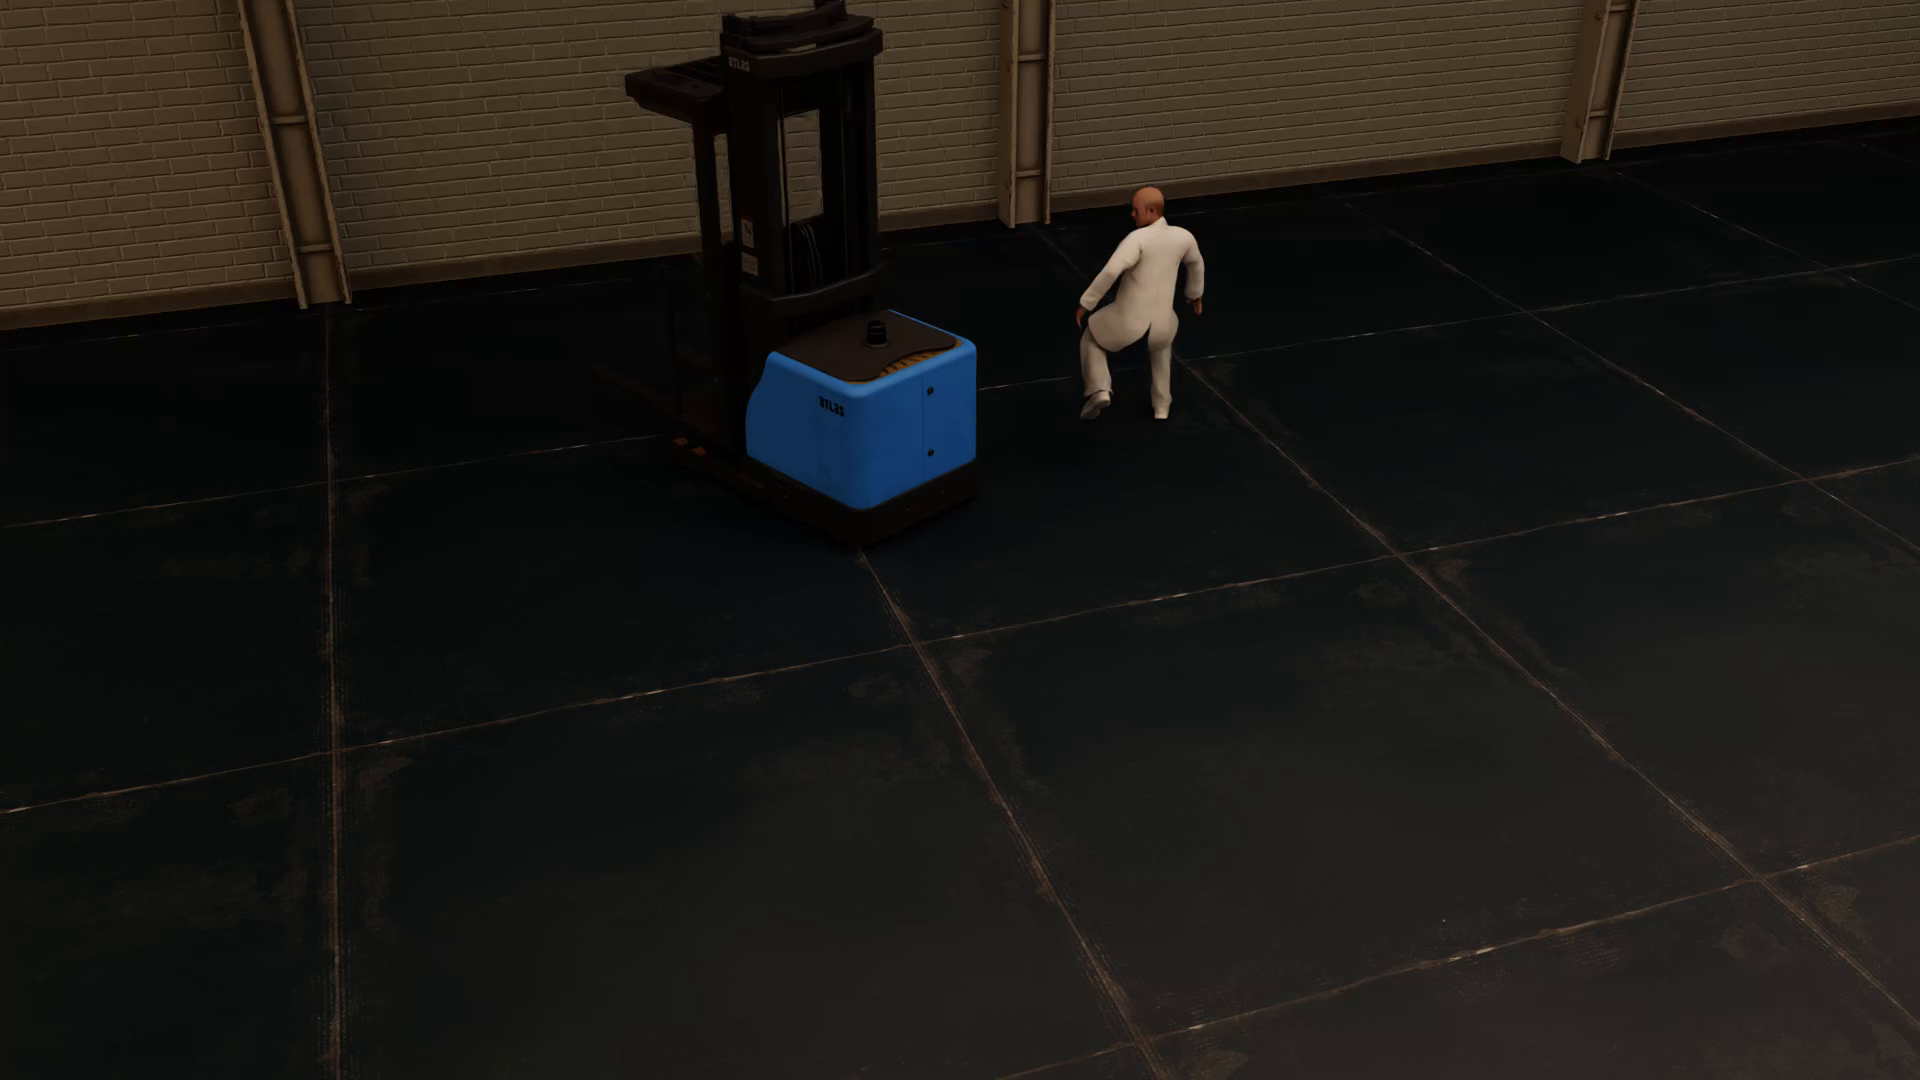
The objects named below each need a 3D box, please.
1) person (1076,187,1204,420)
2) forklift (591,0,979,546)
[{"bbox_3d":[1.211,-1.540,11.097,1.026,1.662,0.543,-9,31,-15],"label":"person"},{"bbox_3d":[-1.285,-1.868,10.334,3.031,2.935,1.130,26,39,38],"label":"forklift"}]
